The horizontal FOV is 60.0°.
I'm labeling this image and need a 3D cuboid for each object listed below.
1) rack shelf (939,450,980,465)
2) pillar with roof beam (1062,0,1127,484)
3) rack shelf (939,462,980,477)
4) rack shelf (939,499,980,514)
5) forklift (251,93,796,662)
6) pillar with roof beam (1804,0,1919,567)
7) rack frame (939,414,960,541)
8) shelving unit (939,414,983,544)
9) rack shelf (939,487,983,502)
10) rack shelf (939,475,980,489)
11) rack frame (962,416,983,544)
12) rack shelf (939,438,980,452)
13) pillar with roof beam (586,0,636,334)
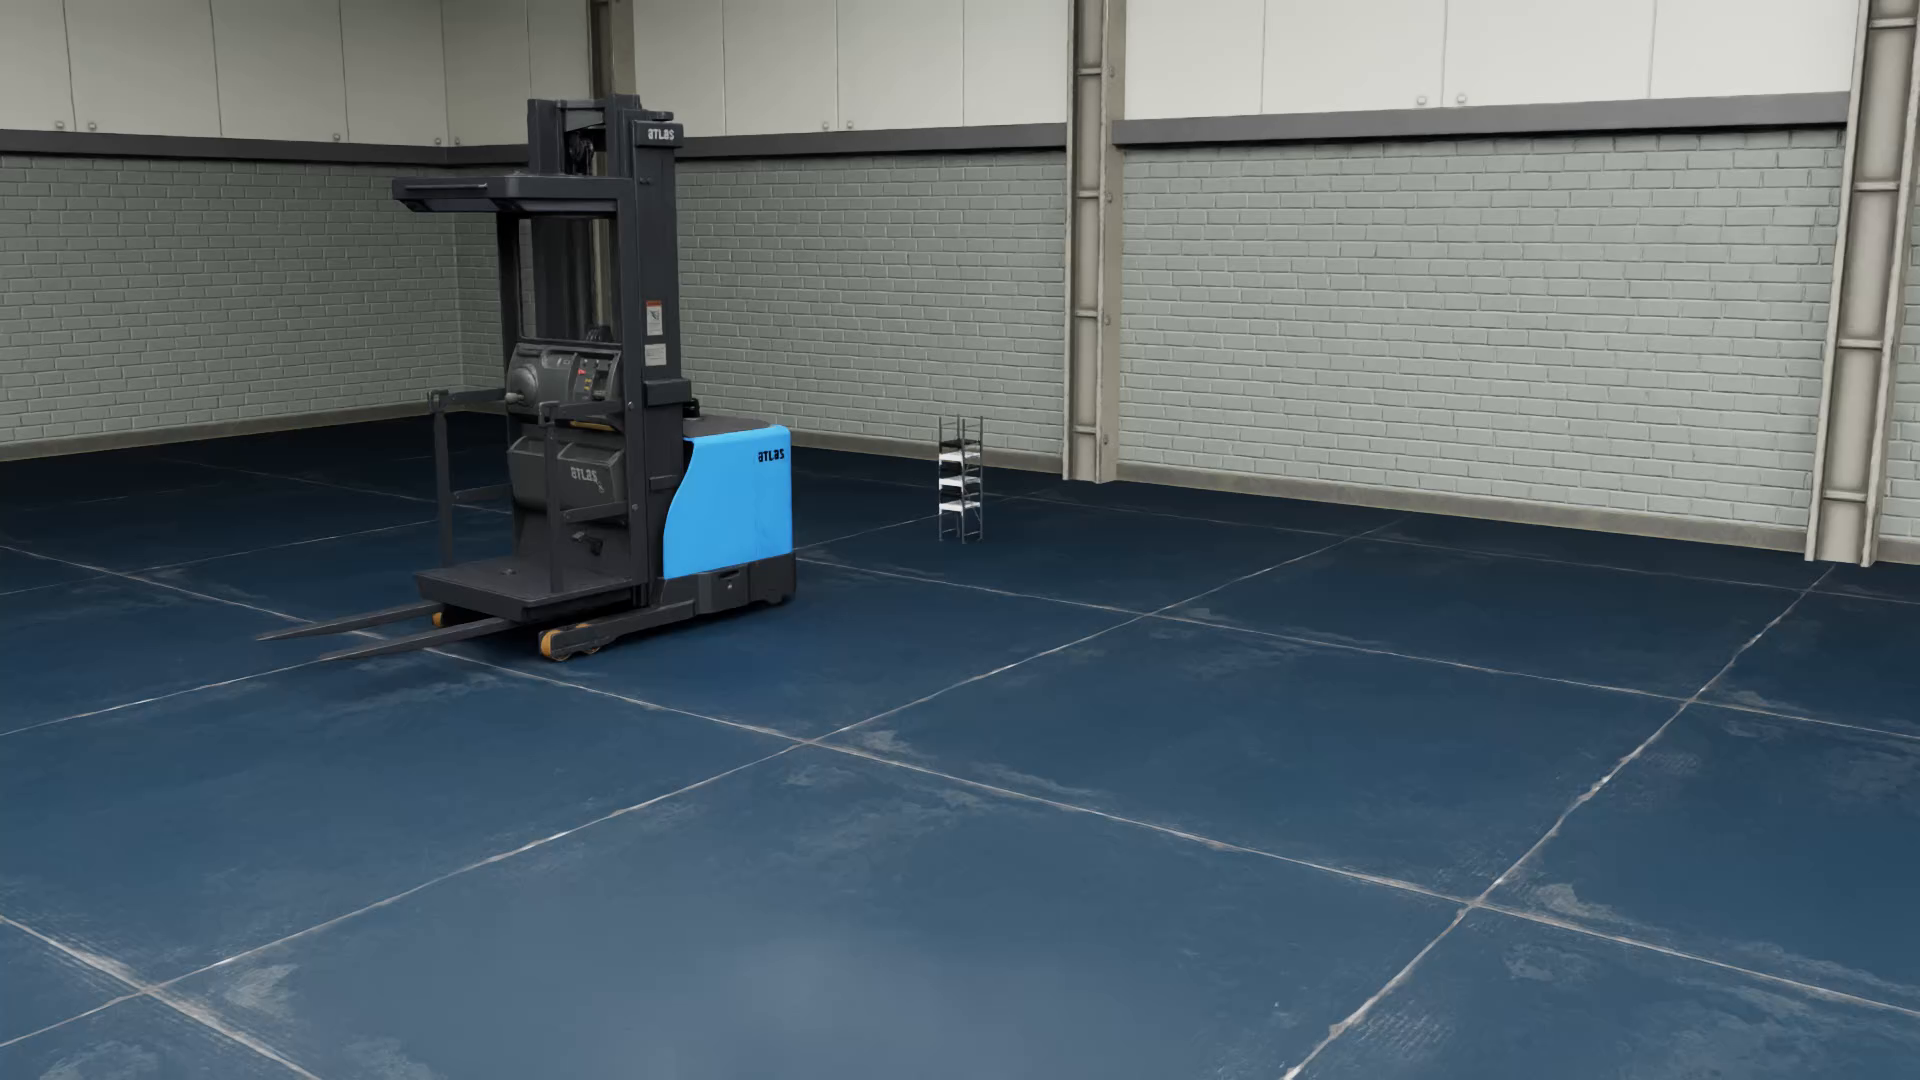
[{"bbox_3d":[0.007,-0.585,11.912,0.200,0.077,0.258,8,13,36],"label":"rack shelf"},{"bbox_3d":[-1.390,-4.297,10.550,0.400,9.000,9.100,8,13,36],"label":"pillar with roof beam"},{"bbox_3d":[0.007,-0.497,11.929,0.200,0.077,0.258,8,13,36],"label":"rack shelf"},{"bbox_3d":[0.007,-0.231,11.980,0.200,0.077,0.258,8,13,36],"label":"rack shelf"},{"bbox_3d":[-2.321,-0.909,9.011,1.130,2.935,3.031,9,14,39],"label":"forklift"},{"bbox_3d":[3.446,-3.623,7.063,0.400,9.000,9.100,8,13,36],"label":"pillar with roof beam"},{"bbox_3d":[-0.075,-0.452,11.999,0.006,0.900,0.240,8,13,36],"label":"rack frame"},{"bbox_3d":[0.007,-0.441,11.939,0.210,0.900,0.258,8,13,36],"label":"shelving unit"},{"bbox_3d":[0.007,-0.320,11.963,0.200,0.077,0.258,8,13,36],"label":"rack shelf"},{"bbox_3d":[0.007,-0.408,11.946,0.200,0.077,0.258,8,13,36],"label":"rack shelf"},{"bbox_3d":[0.088,-0.429,11.880,0.006,0.900,0.240,8,13,36],"label":"rack frame"},{"bbox_3d":[0.007,-0.673,11.895,0.200,0.077,0.258,8,13,36],"label":"rack shelf"},{"bbox_3d":[-6.226,-4.972,14.037,0.400,9.000,9.100,8,13,36],"label":"pillar with roof beam"}]
